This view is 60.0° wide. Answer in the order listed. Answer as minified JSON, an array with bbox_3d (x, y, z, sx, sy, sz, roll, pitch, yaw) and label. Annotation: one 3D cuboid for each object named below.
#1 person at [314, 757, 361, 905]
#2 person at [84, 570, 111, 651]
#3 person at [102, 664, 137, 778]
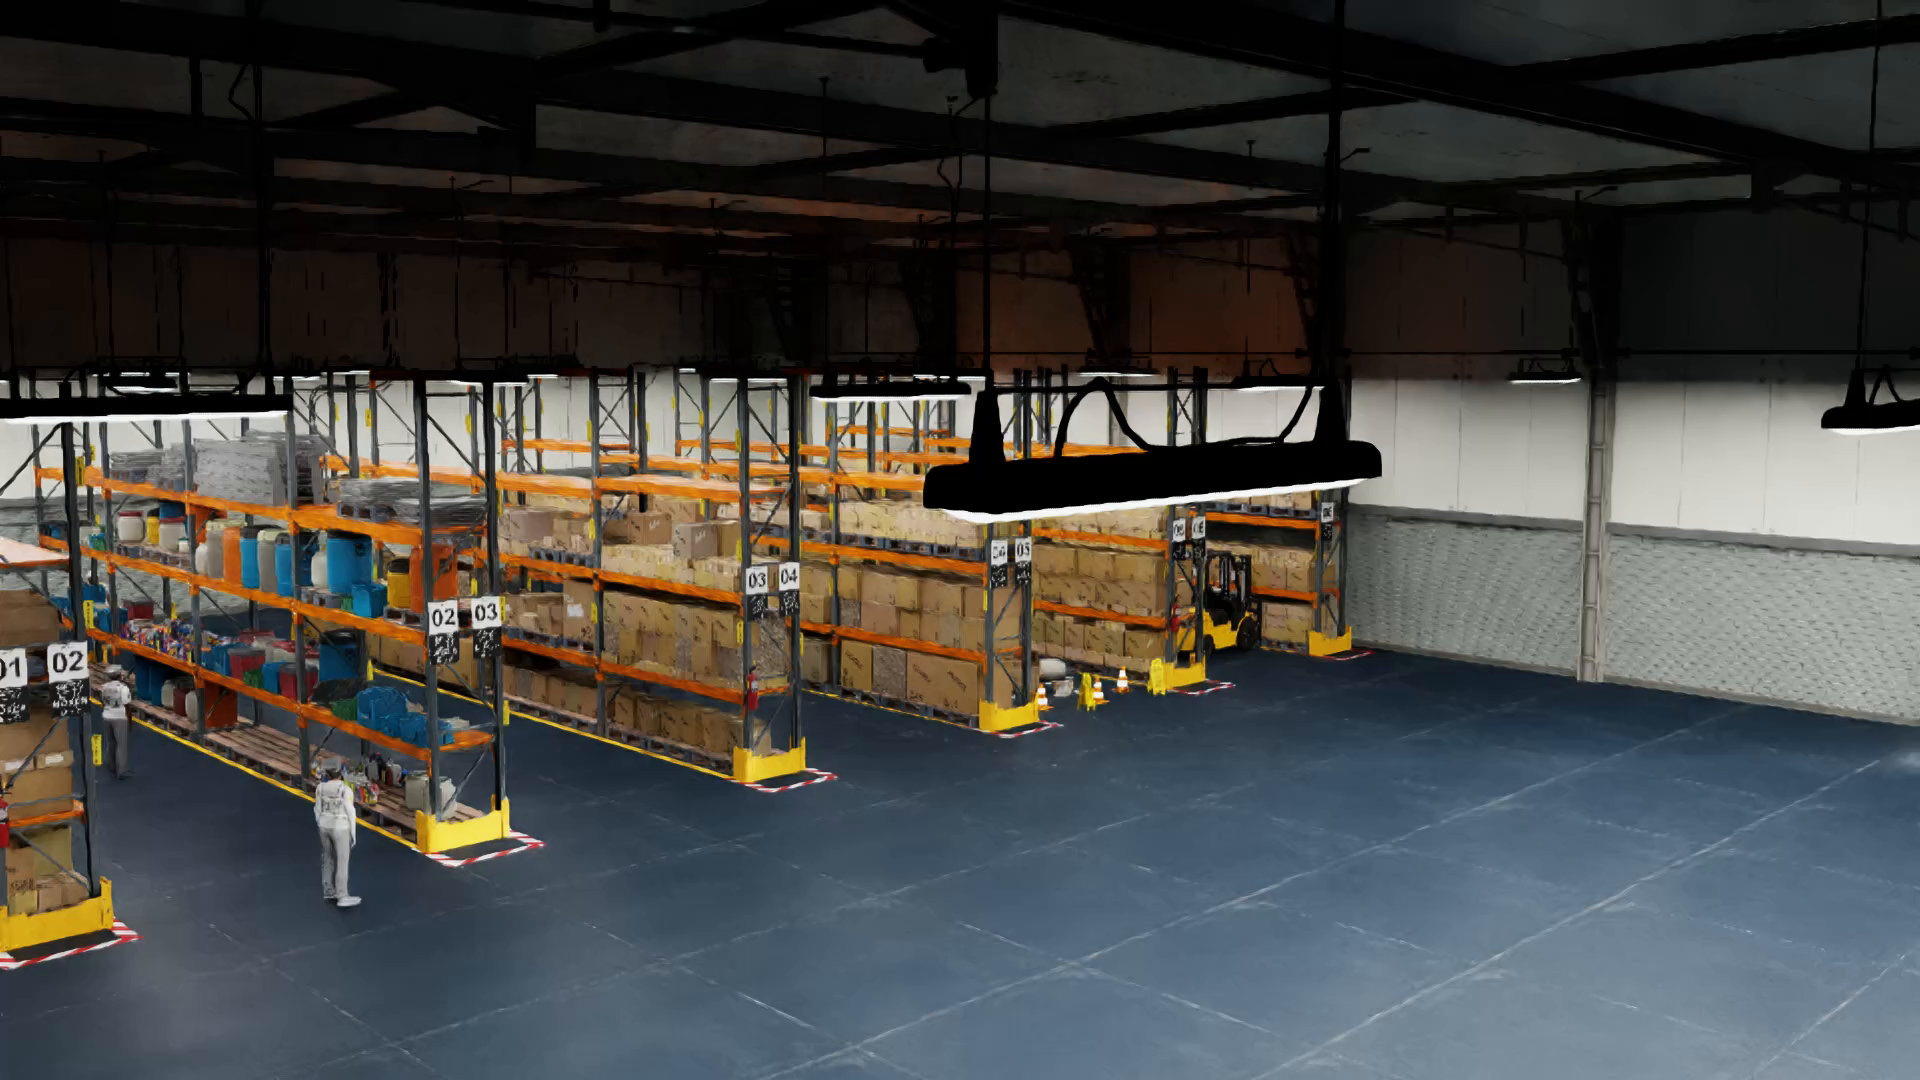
[{"bbox_3d":[-7.150,3.337,19.117,0.538,1.676,0.408,2,7,15],"label":"person"},{"bbox_3d":[-18.218,1.492,35.160,0.585,1.772,0.575,-1,7,-9],"label":"person"},{"bbox_3d":[-12.553,2.692,24.814,0.502,1.677,0.422,2,7,16],"label":"person"}]
